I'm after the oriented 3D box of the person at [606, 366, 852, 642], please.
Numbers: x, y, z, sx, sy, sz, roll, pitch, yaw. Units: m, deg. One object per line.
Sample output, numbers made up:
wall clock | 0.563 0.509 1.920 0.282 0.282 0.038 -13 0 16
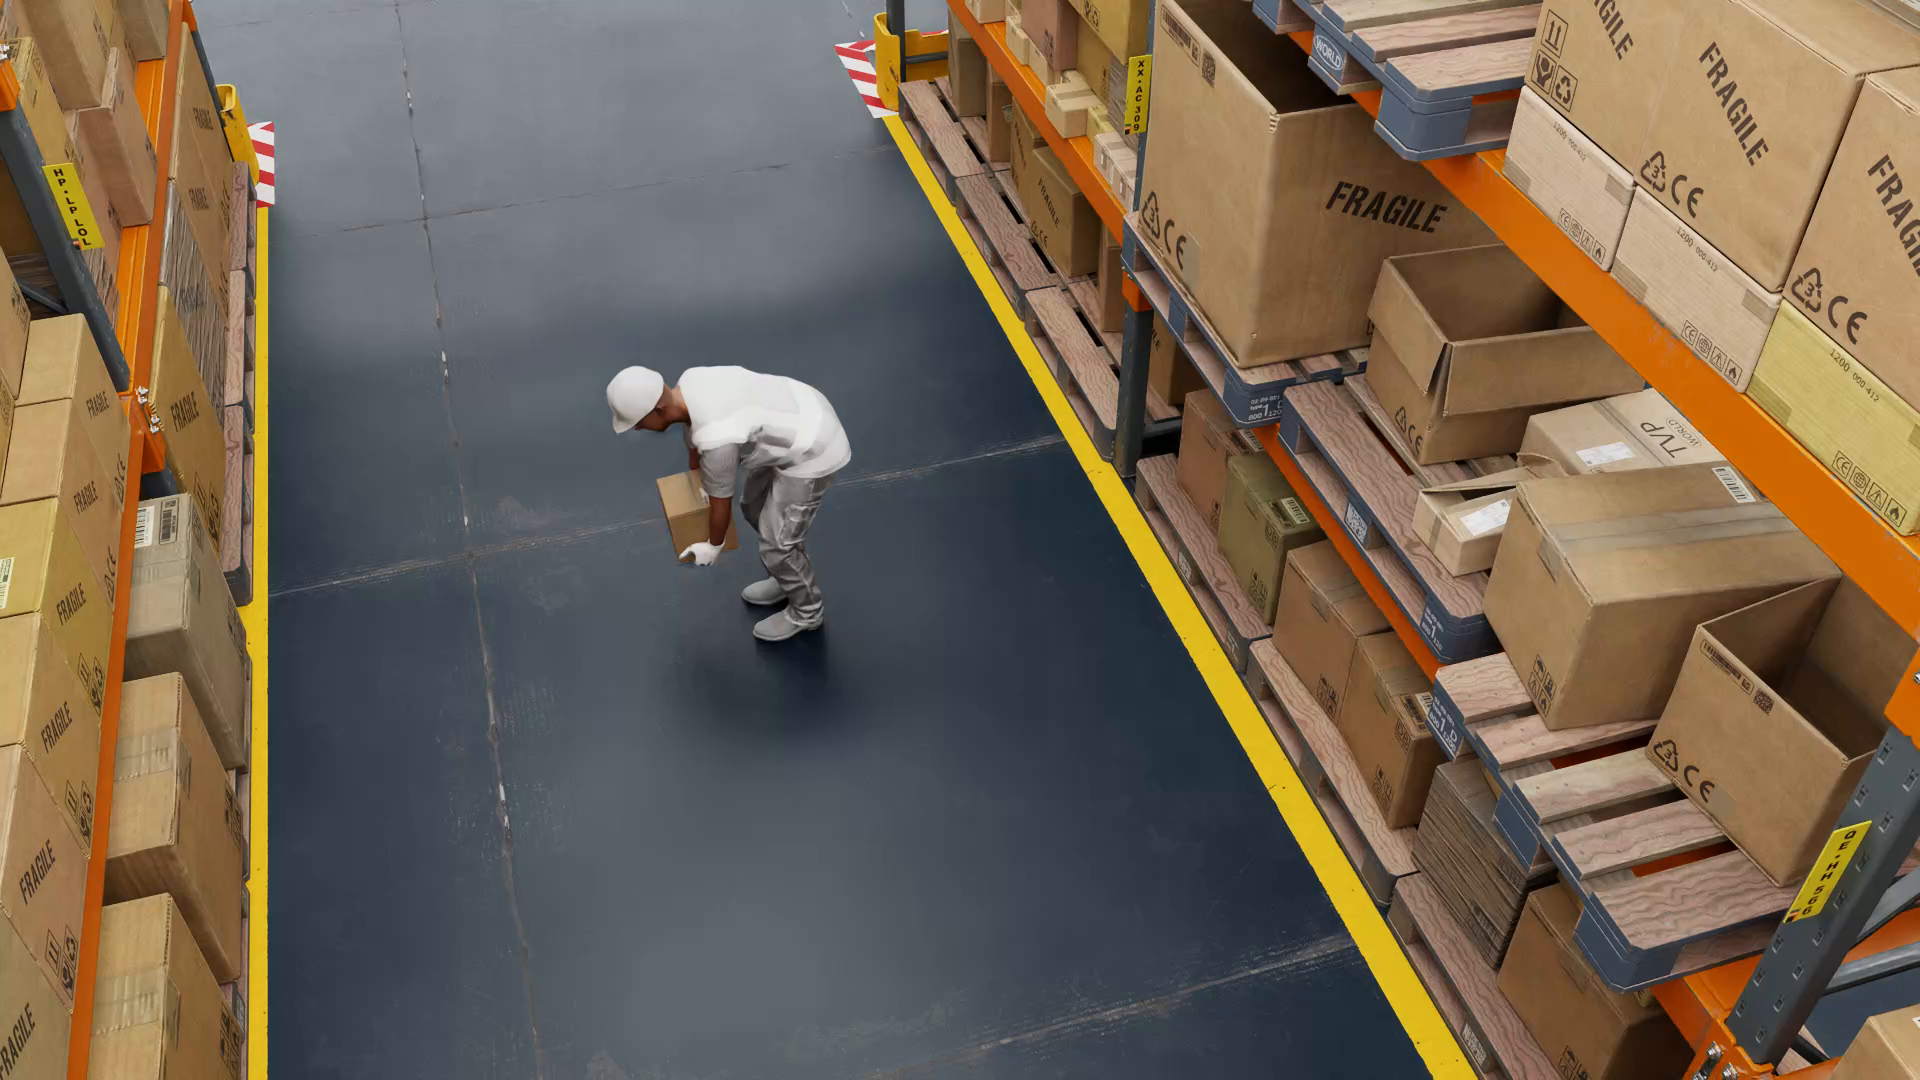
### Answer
person | -0.878 -0.176 6.628 0.895 1.398 0.494 -13 43 -14
